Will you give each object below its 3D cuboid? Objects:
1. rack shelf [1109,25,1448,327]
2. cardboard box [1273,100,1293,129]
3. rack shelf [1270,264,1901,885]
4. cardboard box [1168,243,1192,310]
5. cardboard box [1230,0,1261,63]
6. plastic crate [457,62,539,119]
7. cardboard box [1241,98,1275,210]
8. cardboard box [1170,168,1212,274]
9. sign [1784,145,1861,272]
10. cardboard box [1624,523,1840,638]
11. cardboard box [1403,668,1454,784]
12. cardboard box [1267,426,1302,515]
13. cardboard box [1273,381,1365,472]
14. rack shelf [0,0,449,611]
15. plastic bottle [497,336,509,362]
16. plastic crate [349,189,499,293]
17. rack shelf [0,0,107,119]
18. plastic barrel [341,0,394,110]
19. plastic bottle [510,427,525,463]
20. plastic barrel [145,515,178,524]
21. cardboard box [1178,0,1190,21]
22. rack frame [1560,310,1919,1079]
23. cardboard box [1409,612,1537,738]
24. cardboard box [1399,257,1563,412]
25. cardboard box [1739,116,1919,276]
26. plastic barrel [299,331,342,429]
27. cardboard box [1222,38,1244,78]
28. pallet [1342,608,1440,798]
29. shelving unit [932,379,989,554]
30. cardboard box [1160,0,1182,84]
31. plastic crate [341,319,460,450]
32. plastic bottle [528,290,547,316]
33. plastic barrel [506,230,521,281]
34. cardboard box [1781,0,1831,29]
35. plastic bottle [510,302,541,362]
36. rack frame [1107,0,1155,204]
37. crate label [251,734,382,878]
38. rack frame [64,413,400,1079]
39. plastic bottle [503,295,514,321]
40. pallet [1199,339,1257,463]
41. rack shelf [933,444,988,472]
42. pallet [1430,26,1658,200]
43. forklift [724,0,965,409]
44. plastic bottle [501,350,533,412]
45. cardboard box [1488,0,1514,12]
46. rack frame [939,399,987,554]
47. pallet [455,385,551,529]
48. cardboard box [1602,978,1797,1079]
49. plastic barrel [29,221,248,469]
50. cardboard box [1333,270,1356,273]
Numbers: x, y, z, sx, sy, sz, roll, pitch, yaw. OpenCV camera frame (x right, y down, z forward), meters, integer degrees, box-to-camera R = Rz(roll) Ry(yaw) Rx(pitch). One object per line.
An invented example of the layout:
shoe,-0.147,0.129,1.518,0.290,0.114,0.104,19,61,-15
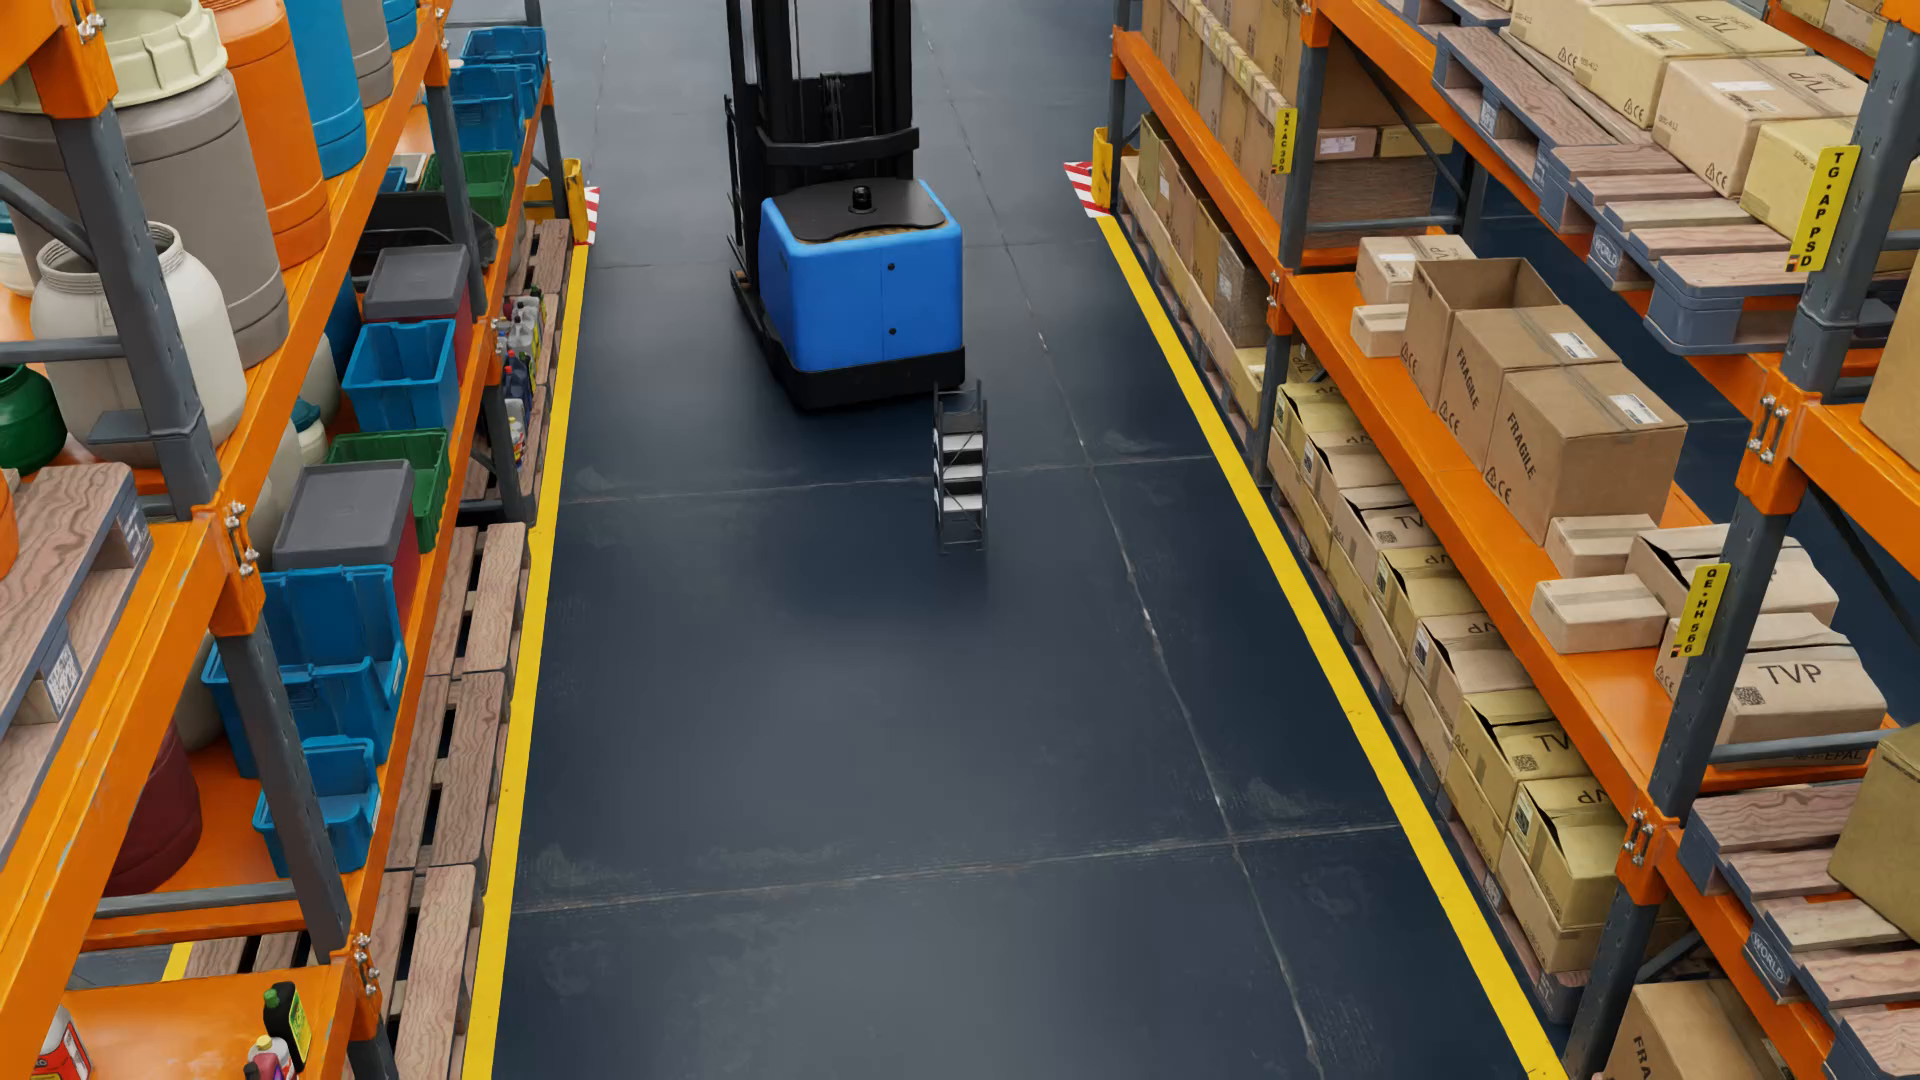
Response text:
rack shelf,1.859,-2.412,10.265,1.077,0.370,4.000,-4,35,-6
cardboard box,1.848,-2.176,8.615,0.380,0.149,0.250,-5,35,-7
rack shelf,2.397,-0.180,6.989,1.077,0.370,4.000,-4,35,-6
cardboard box,1.642,-1.709,10.663,0.500,0.250,0.500,-4,35,-6
cardboard box,1.926,-2.979,9.217,0.700,0.500,0.500,-4,35,-6
plastic crate,-2.873,-2.771,10.285,0.499,0.251,0.408,-4,35,-6
cardboard box,1.985,-2.176,9.190,0.700,0.500,0.500,-5,35,-7
cardboard box,1.641,-2.019,10.452,0.500,0.500,0.500,-4,35,-6
sign,2.115,-0.810,4.081,0.100,0.325,0.005,-4,35,-6
cardboard box,2.738,0.162,5.928,0.500,0.311,0.500,-5,35,-7
cardboard box,2.216,0.758,7.042,0.500,0.250,0.500,-4,34,-5
cardboard box,1.937,-0.387,8.723,0.500,0.250,0.500,-5,35,-8
cardboard box,1.937,-0.613,8.556,0.500,0.311,0.500,-4,35,-6
rack shelf,-2.512,-1.046,5.597,1.077,0.370,4.000,-4,35,-6
plastic bottle,-2.704,-1.076,9.693,0.152,0.276,0.135,-4,35,-6
plastic crate,-2.725,-1.496,8.337,0.767,0.338,0.504,-4,35,-6
rack shelf,-1.974,0.112,1.590,1.077,0.370,4.000,-4,35,-6
plastic barrel,-2.409,-2.035,5.963,0.600,0.901,0.600,0,34,0
plastic bottle,-2.403,-0.513,8.934,0.097,0.201,0.097,0,34,0
plastic barrel,-2.649,0.173,5.734,0.421,0.512,0.421,0,34,0
cardboard box,1.570,-3.323,10.298,0.380,0.149,0.250,-5,35,-8
rack frame,2.666,0.639,5.149,1.000,3.000,0.127,-4,35,-6
cardboard box,2.210,0.525,6.887,0.500,0.311,0.500,-5,35,-7
cardboard box,2.286,-0.911,7.334,0.500,0.500,0.500,-2,34,-3
cardboard box,2.549,-0.961,4.593,0.500,0.250,0.500,-7,35,-10
plastic barrel,-2.869,-0.726,7.031,0.433,0.535,0.433,0,34,0
cardboard box,1.710,-2.747,9.452,0.380,0.149,0.250,-3,34,-5
pallet,2.433,0.650,7.609,1.003,0.211,1.213,-4,35,-6
shelving unit,0.001,-0.367,8.490,0.258,0.900,0.210,-4,35,-6
cardboard box,1.716,-3.313,10.858,0.700,0.500,0.500,-4,34,-5
plastic crate,-2.324,-0.622,7.013,0.392,0.384,0.575,-4,35,-6
plastic bottle,-2.637,-1.486,10.361,0.097,0.201,0.097,0,34,0
plastic barrel,-3.087,-1.957,10.794,0.421,0.512,0.421,0,34,0
cardboard box,6.249,-3.853,11.855,0.500,0.250,0.500,-5,35,-8
plastic bottle,-2.586,-1.236,9.861,0.144,0.351,0.185,-3,34,-4
rack frame,1.590,-3.825,11.700,1.000,3.000,0.127,-4,35,-6
crate label,-1.928,0.818,5.035,0.303,0.233,0.416,-4,35,-6
rack frame,-2.243,1.012,4.601,1.000,3.000,0.127,-4,35,-6
plastic bottle,-2.736,-1.369,10.116,0.061,0.283,0.133,-4,35,-6
pallet,2.063,-0.888,9.865,1.003,0.211,1.213,-4,35,-6
rack shelf,0.001,-0.414,8.458,0.258,0.077,0.200,-4,35,-6
pallet,2.333,-1.518,5.819,1.003,0.211,1.213,-3,34,-4
forklift,-0.902,-2.808,10.267,1.130,2.935,3.031,-10,36,-15
plastic bottle,-2.503,-0.895,9.361,0.144,0.351,0.185,-6,35,-8
cardboard box,2.278,-2.293,6.548,0.500,0.250,0.500,-8,35,-11
rack frame,0.015,-0.311,8.407,0.240,0.900,0.006,-4,35,-6
pallet,-2.830,-0.446,9.217,1.003,0.211,1.213,-4,35,-6
cardboard box,2.444,1.766,5.324,0.500,0.500,0.500,-3,34,-4
plastic barrel,-1.981,-0.470,4.014,0.421,0.512,0.421,0,34,0
cardboard box,2.376,-1.223,9.284,0.500,0.500,0.500,-4,35,-6
